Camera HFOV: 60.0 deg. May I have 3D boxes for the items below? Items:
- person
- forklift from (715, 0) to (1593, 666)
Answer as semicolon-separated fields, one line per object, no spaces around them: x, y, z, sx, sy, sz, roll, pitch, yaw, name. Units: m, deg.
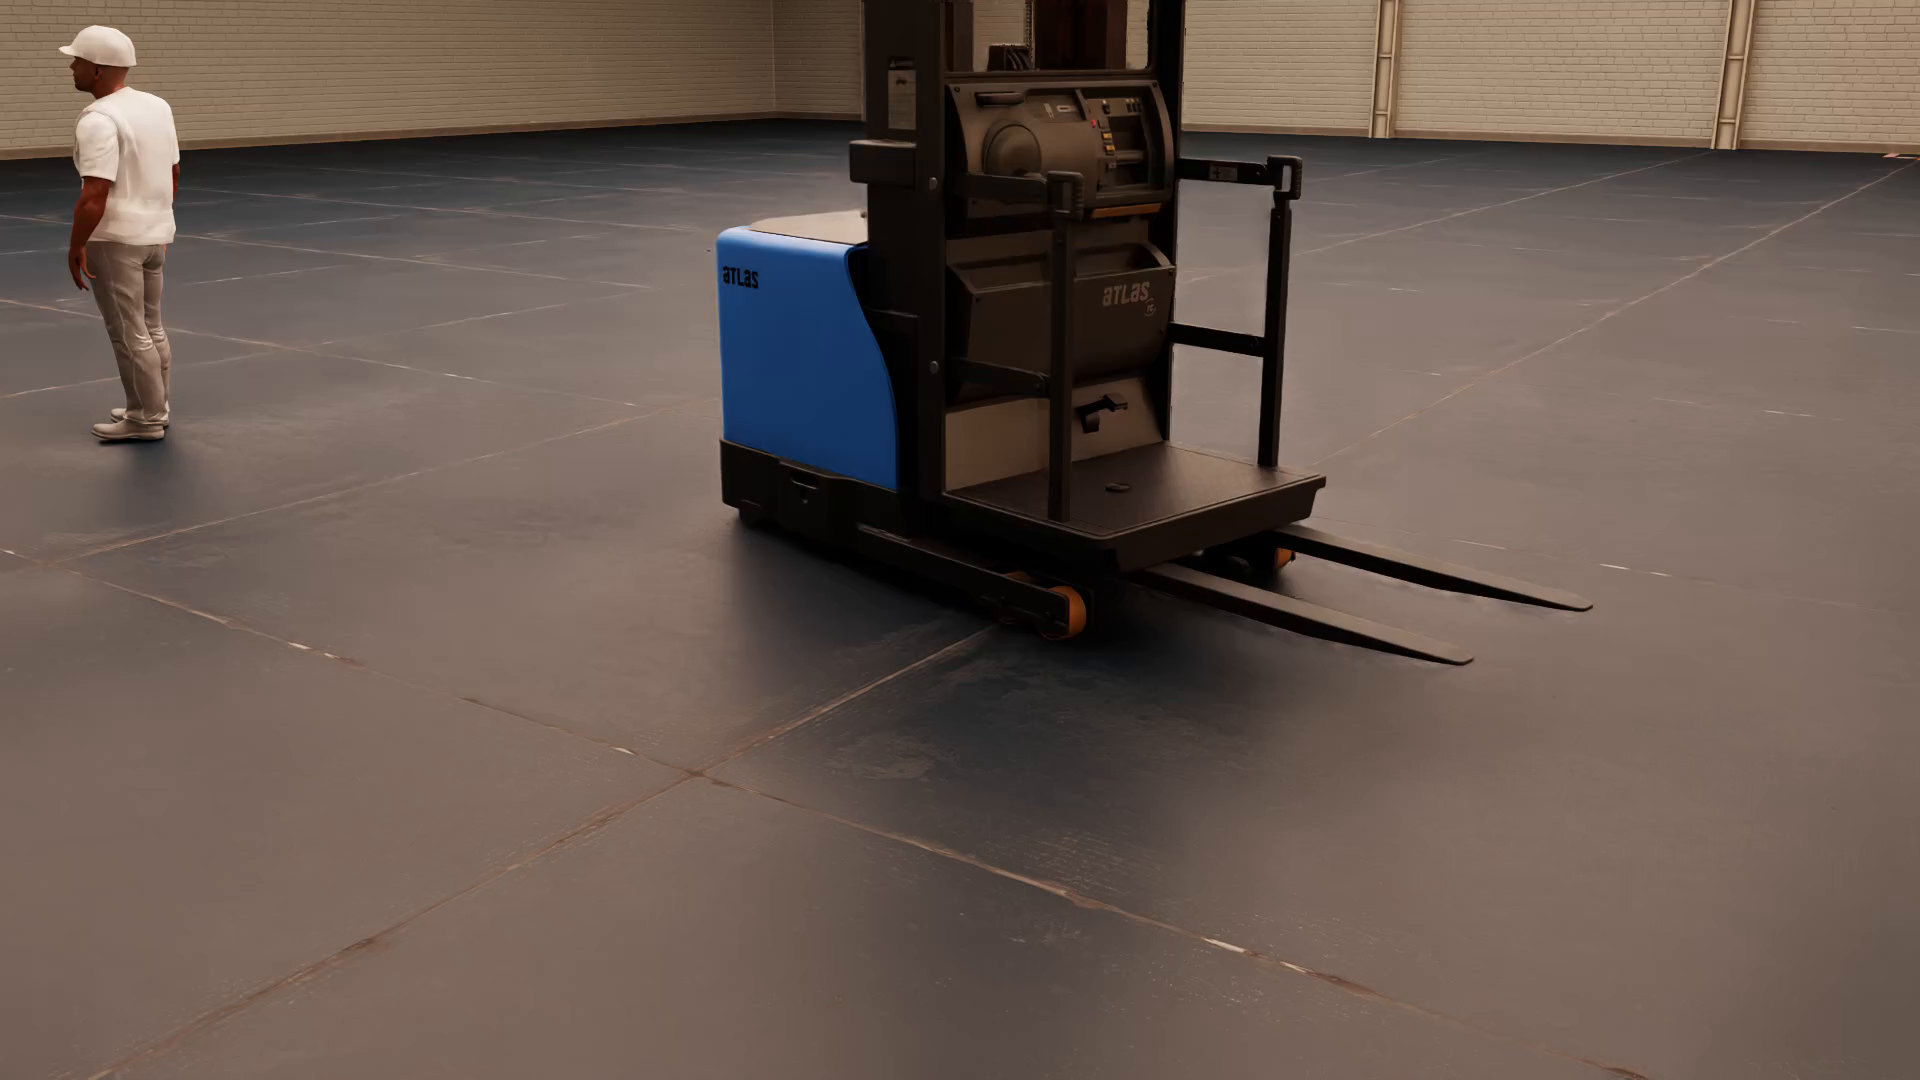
-3.694;-1.311;7.225;0.577;1.766;0.665;2;17;6;person
0.476;-1.267;5.071;1.130;2.935;3.031;-15;22;-40;forklift
